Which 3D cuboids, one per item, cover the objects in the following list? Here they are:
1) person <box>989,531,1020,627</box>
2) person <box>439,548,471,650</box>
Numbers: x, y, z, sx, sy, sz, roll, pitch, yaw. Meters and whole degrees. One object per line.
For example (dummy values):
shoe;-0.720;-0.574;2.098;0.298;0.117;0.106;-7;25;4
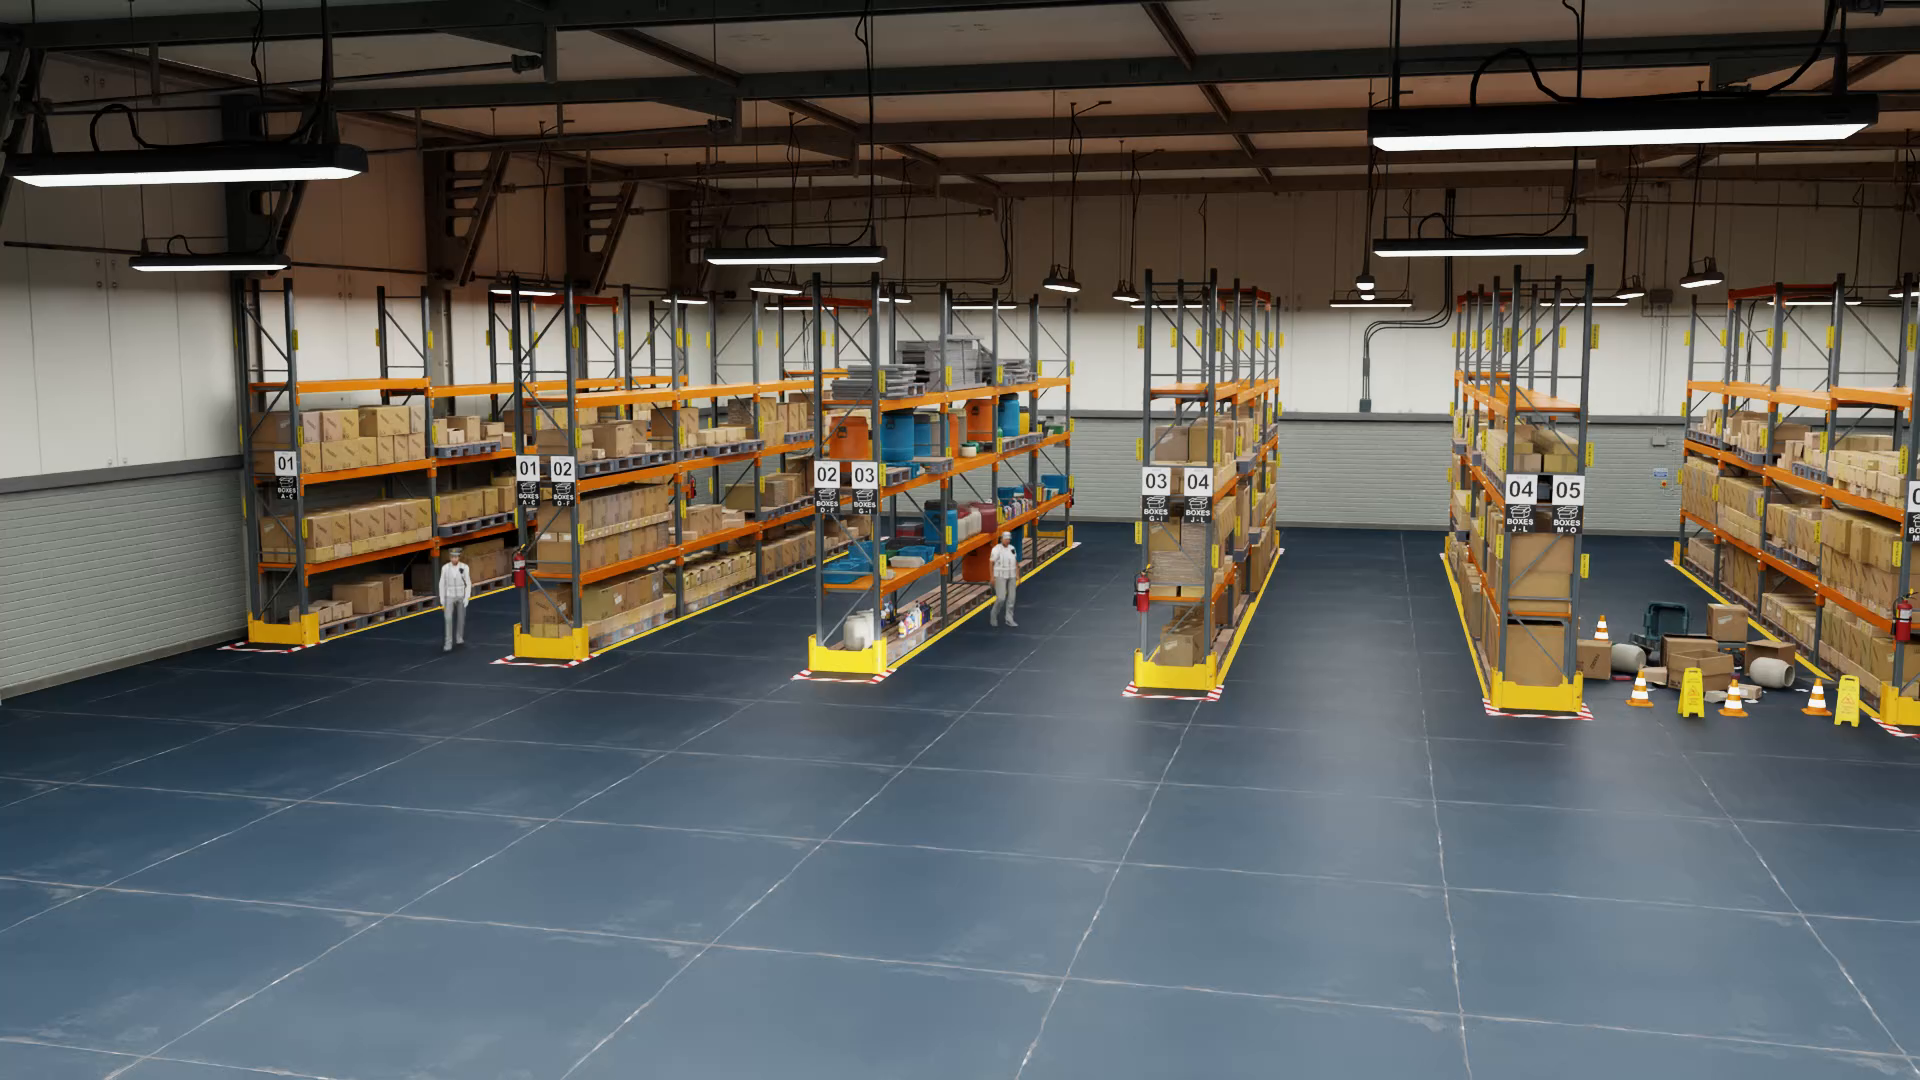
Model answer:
person;0.776;0.680;29.010;0.530;1.678;0.436;-4;8;-30
person;-8.222;0.931;27.077;0.492;1.619;0.952;-3;7;-22
